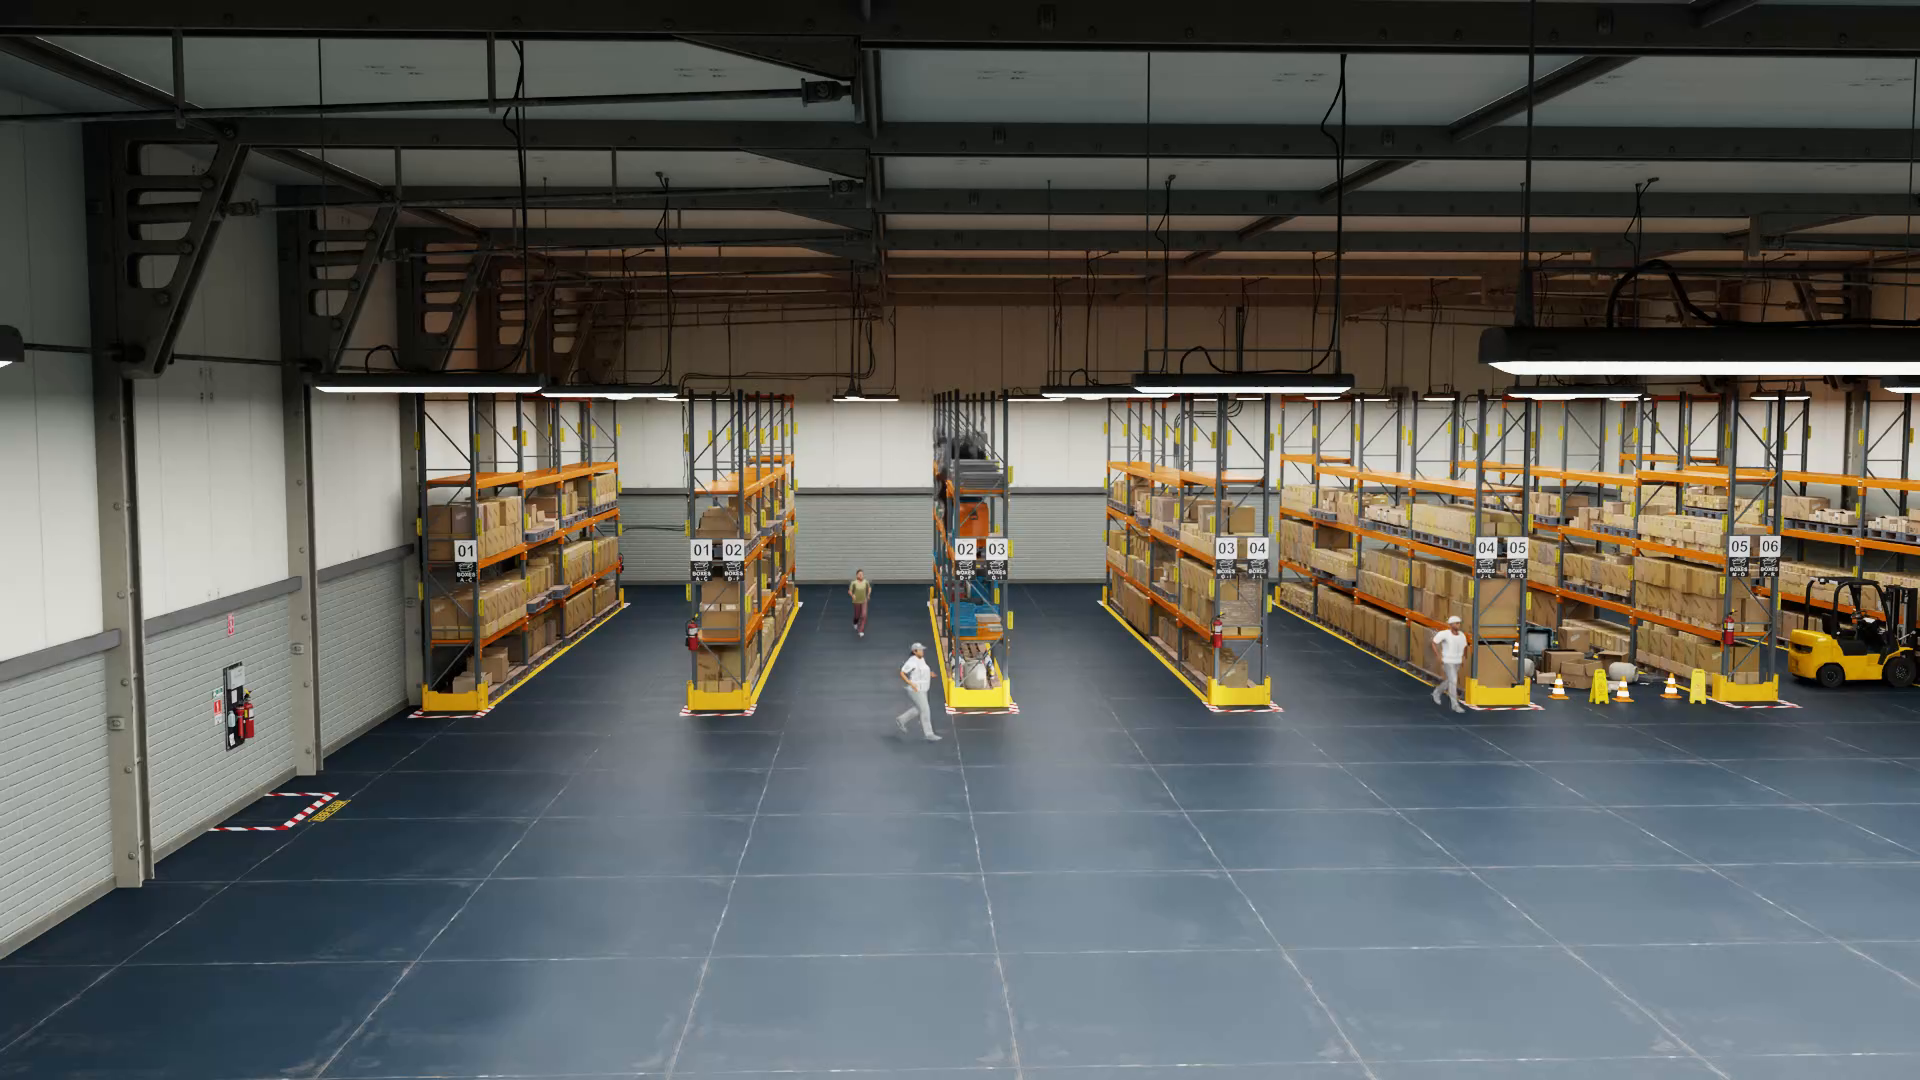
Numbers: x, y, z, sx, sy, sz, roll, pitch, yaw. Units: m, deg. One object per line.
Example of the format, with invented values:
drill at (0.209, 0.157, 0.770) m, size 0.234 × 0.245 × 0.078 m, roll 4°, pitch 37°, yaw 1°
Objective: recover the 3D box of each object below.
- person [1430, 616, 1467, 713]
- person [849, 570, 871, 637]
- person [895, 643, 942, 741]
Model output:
person at (9.223, 2.296, 31.190) m, size 0.698 × 1.765 × 0.937 m, roll -2°, pitch 5°, yaw -27°
person at (-2.486, 1.544, 41.289) m, size 0.574 × 1.639 × 0.806 m, roll -1°, pitch 5°, yaw -13°
person at (-0.730, 2.572, 28.398) m, size 0.918 × 1.643 × 0.614 m, roll 2°, pitch 5°, yaw 20°
